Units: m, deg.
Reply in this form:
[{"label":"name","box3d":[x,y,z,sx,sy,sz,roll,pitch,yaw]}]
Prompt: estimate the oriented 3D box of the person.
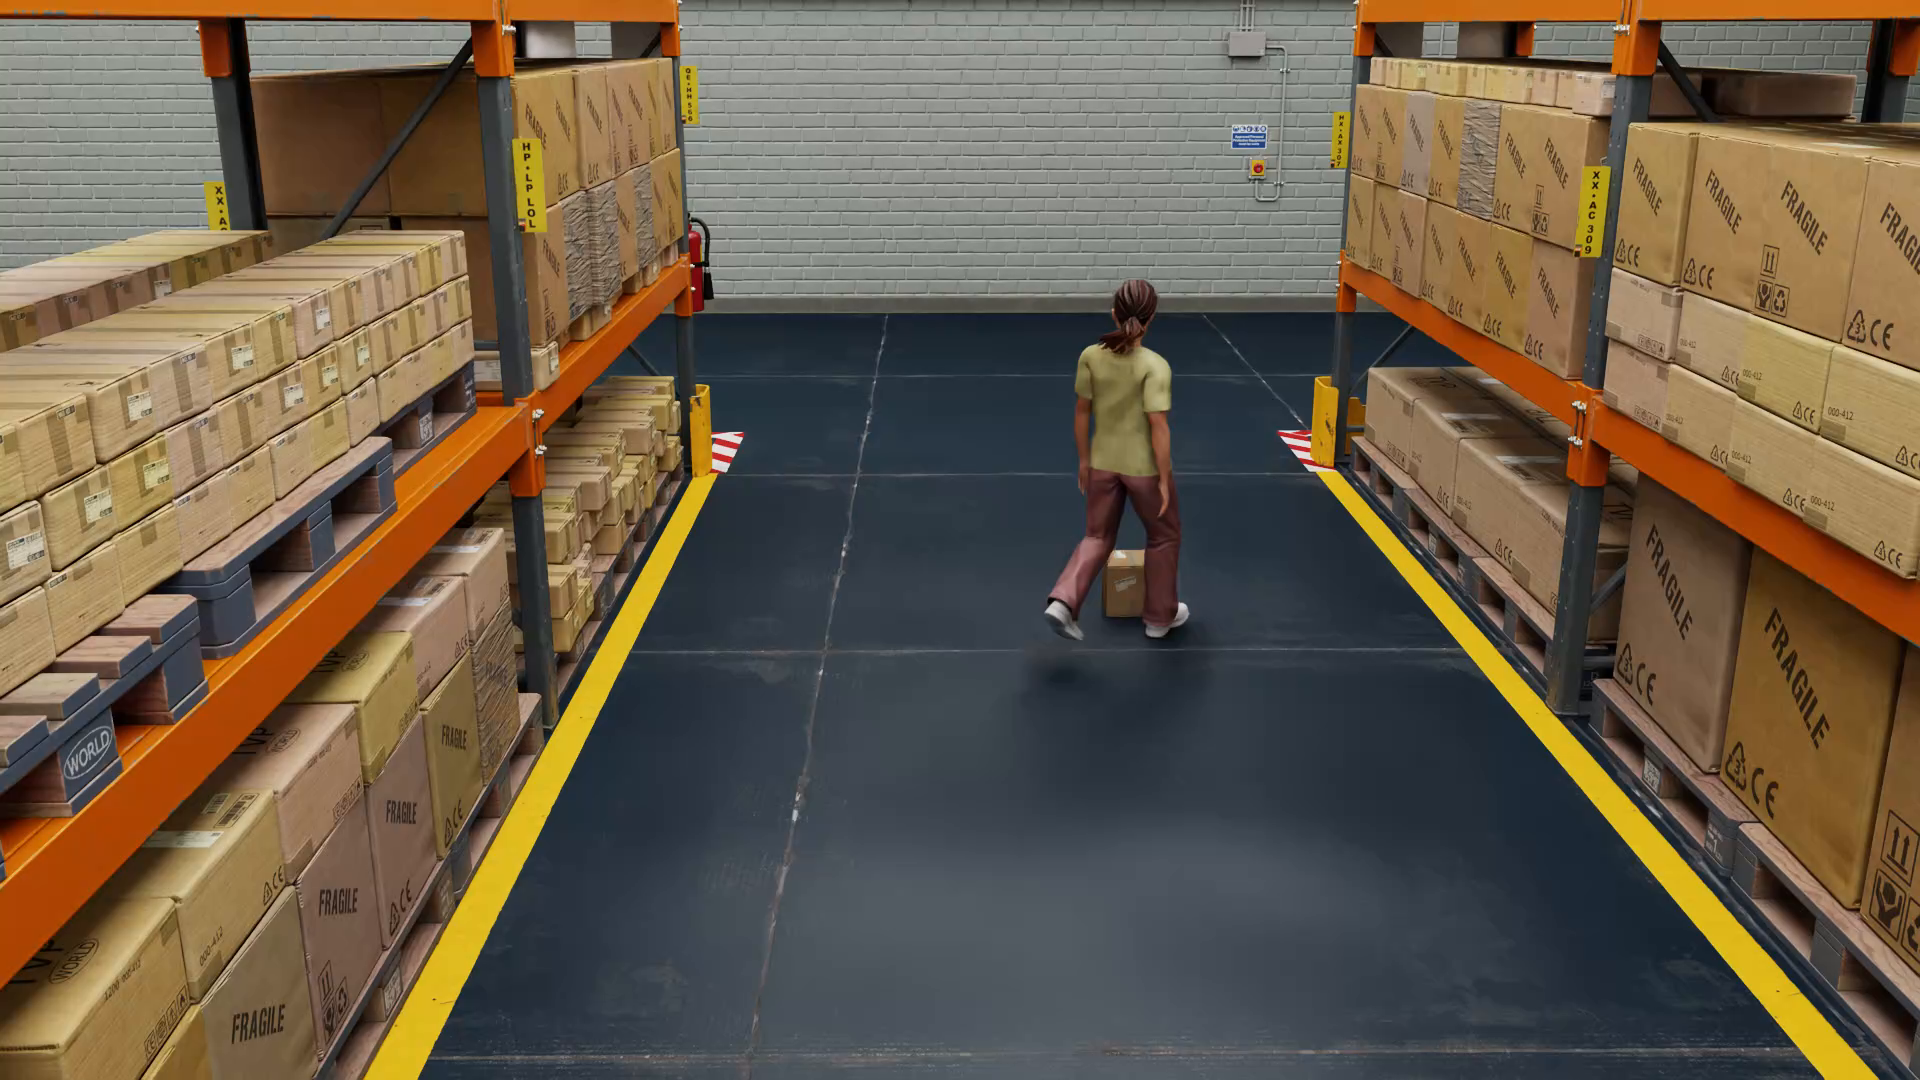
[{"label":"person","box3d":[0.725,-0.312,7.103,0.464,1.629,0.896,10,20,30]}]
